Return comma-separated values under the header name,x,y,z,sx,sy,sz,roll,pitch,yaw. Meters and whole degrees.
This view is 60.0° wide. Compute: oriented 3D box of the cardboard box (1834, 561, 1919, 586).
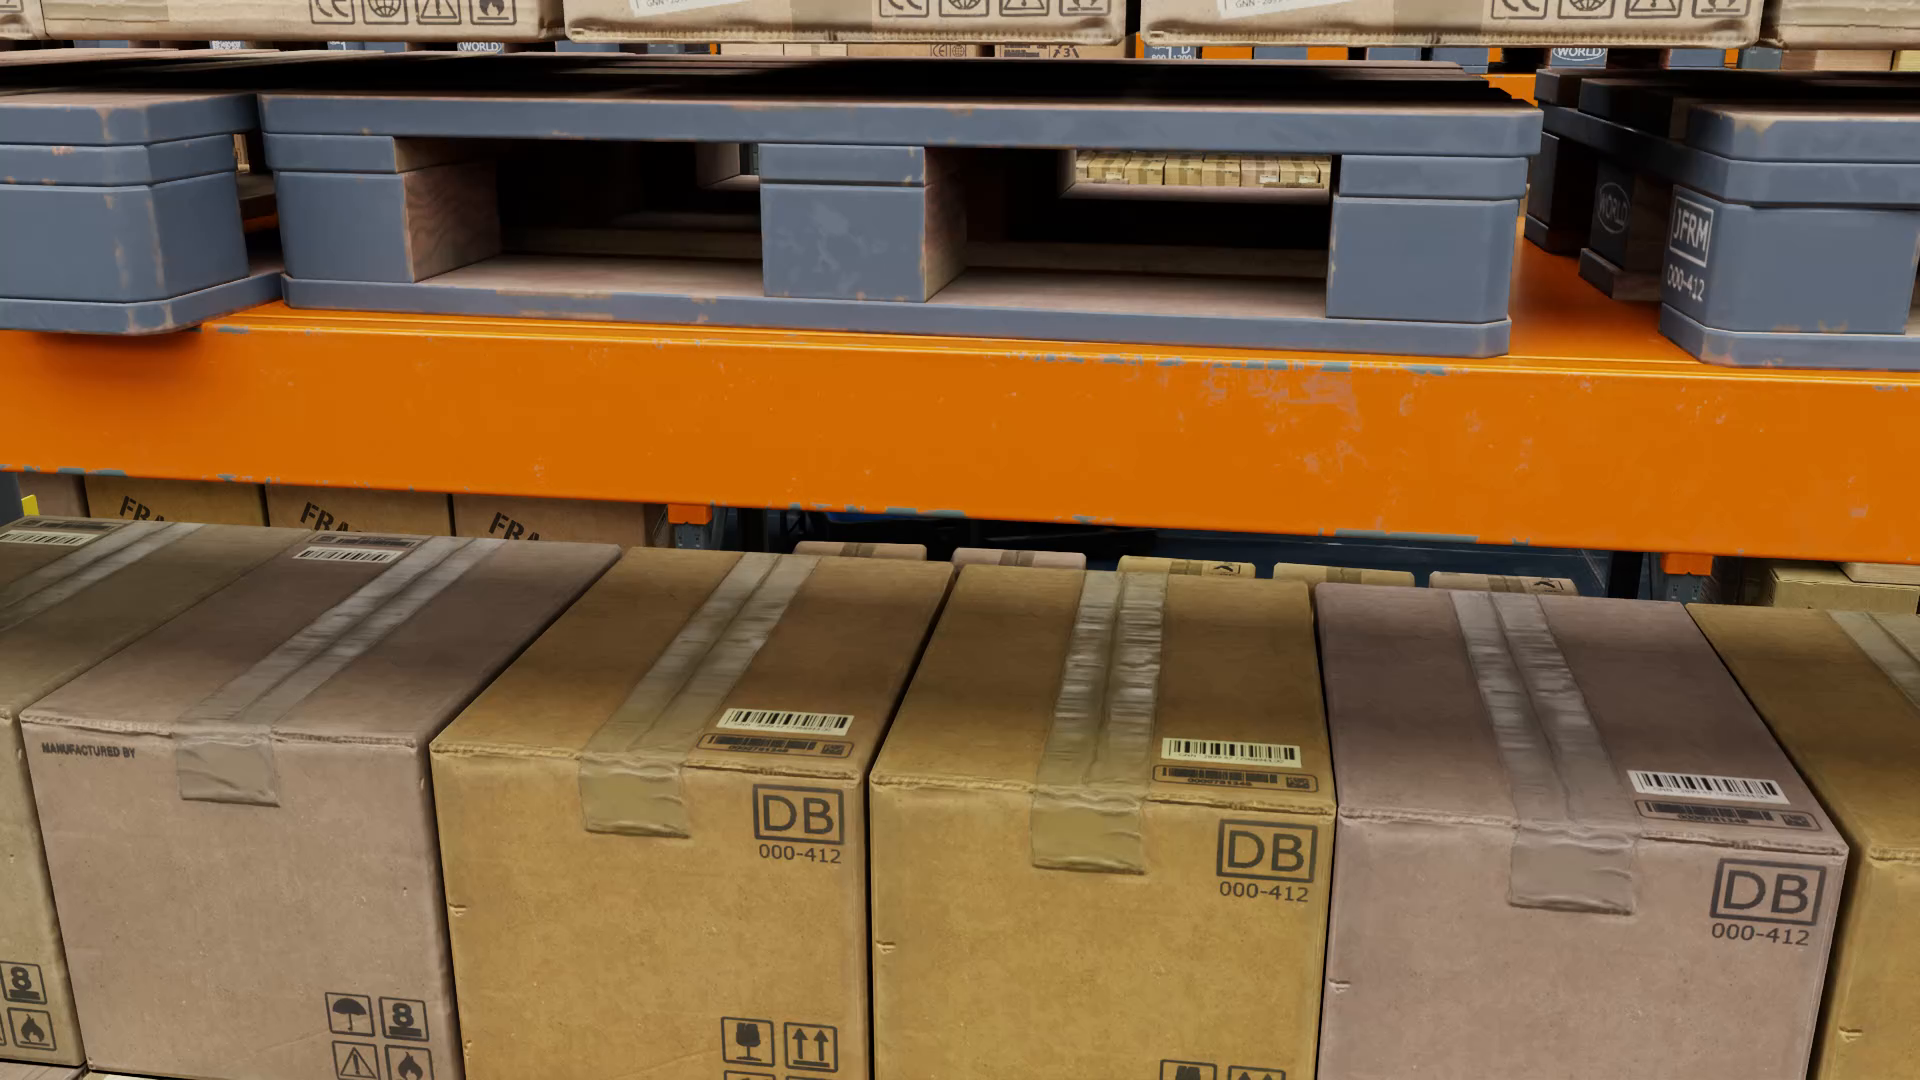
name,x,y,z,sx,sy,sz,roll,pitch,yaw
cardboard box,3.535,0.038,6.430,0.250,0.149,0.380,3,19,9

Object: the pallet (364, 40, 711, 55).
name,x,y,z,sx,sy,sz,roll,pitch,yaw
pallet,-1.712,-2.093,6.902,1.003,0.211,1.213,4,19,11

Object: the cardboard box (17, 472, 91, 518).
name,x,y,z,sx,sy,sz,roll,pitch,yaw
cardboard box,-4.393,-0.131,8.154,0.875,0.875,0.875,4,19,10

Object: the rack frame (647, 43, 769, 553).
name,x,y,z,sx,sy,sz,roll,pitch,yaw
rack frame,-1.068,-0.744,7.301,0.127,3.000,1.000,3,19,9

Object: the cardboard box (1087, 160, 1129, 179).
name,x,y,z,sx,sy,sz,roll,pitch,yaw
cardboard box,1.018,-2.516,11.415,0.250,0.149,0.380,3,19,9

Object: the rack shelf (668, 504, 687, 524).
name,x,y,z,sx,sy,sz,roll,pitch,yaw
rack shelf,-3.043,-0.504,7.716,4.000,0.370,1.077,3,19,9

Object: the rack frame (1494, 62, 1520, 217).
name,x,y,z,sx,sy,sz,roll,pitch,yaw
rack frame,3.665,-2.098,11.347,0.127,3.000,1.000,3,19,9

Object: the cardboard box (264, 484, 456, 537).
name,x,y,z,sx,sy,sz,roll,pitch,yaw
cardboard box,-2.617,-0.043,7.891,0.875,0.875,0.875,3,19,9

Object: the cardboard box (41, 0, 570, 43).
name,x,y,z,sx,sy,sz,roll,pitch,yaw
cardboard box,-0.579,-0.656,1.726,0.500,0.250,0.500,3,19,10

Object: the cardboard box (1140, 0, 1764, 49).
name,x,y,z,sx,sy,sz,roll,pitch,yaw
cardboard box,0.430,-0.633,1.562,0.500,0.311,0.500,2,19,7

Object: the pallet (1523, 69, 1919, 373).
name,x,y,z,sx,sy,sz,roll,pitch,yaw
pallet,1.283,-0.350,1.695,1.217,0.209,0.805,2,19,6

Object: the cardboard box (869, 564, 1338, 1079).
name,x,y,z,sx,sy,sz,roll,pitch,yaw
cardboard box,0.199,0.391,2.173,0.500,0.500,0.700,3,19,8

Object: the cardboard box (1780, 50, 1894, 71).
name,x,y,z,sx,sy,sz,roll,pitch,yaw
cardboard box,3.153,-1.753,5.984,0.250,0.149,0.380,3,19,8

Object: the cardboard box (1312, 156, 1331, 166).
name,x,y,z,sx,sy,sz,roll,pitch,yaw
cardboard box,2.593,-2.587,11.629,0.250,0.149,0.380,3,19,8

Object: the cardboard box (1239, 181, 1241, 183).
name,x,y,z,sx,sy,sz,roll,pitch,yaw
cardboard box,2.205,-2.428,11.781,0.500,0.250,0.500,2,19,7

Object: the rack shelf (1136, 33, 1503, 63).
name,x,y,z,sx,sy,sz,roll,pitch,yaw
rack shelf,1.690,-3.280,11.286,4.000,0.370,1.077,3,19,9

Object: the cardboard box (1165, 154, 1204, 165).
name,x,y,z,sx,sy,sz,roll,pitch,yaw
cardboard box,1.588,-2.631,11.758,0.250,0.149,0.380,3,19,10

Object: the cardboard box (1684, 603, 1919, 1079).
name,x,y,z,sx,sy,sz,roll,pitch,yaw
cardboard box,1.197,0.443,2.019,0.500,0.500,0.700,3,19,8

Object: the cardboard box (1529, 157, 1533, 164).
name,x,y,z,sx,sy,sz,roll,pitch,yaw
cardboard box,4.028,-2.673,11.416,0.250,0.149,0.380,3,19,9

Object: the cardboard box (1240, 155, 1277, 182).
name,x,y,z,sx,sy,sz,roll,pitch,yaw
cardboard box,2.102,-2.619,11.723,0.250,0.149,0.380,3,19,8

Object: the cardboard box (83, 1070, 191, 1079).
name,x,y,z,sx,sy,sz,roll,pitch,yaw
cardboard box,-0.850,0.896,2.241,0.500,0.500,0.500,3,19,8

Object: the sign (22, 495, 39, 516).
name,x,y,z,sx,sy,sz,roll,pitch,yaw
sign,-1.669,0.088,2.987,0.005,0.325,0.100,3,19,9

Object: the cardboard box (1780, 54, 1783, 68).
name,x,y,z,sx,sy,sz,roll,pitch,yaw
cardboard box,3.242,-1.926,6.501,0.250,0.149,0.380,3,19,9

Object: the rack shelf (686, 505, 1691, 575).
name,x,y,z,sx,sy,sz,roll,pitch,yaw
rack shelf,0.907,-0.303,7.114,4.000,0.370,1.077,3,19,9

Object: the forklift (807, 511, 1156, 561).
name,x,y,z,sx,sy,sz,roll,pitch,yaw
forklift,0.651,-1.449,9.513,3.031,2.935,1.130,-4,19,-12

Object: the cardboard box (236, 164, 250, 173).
name,x,y,z,sx,sy,sz,roll,pitch,yaw
cardboard box,-3.527,-1.468,7.730,0.500,0.500,0.500,3,19,10

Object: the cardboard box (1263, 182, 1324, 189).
name,x,y,z,sx,sy,sz,roll,pitch,yaw
cardboard box,1.384,-1.395,6.935,0.250,0.149,0.380,4,19,12

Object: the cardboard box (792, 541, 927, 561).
name,x,y,z,sx,sy,sz,roll,pitch,yaw
cardboard box,-0.512,0.334,7.557,0.625,0.372,0.950,2,19,5

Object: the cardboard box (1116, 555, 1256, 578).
name,x,y,z,sx,sy,sz,roll,pitch,yaw
cardboard box,0.966,0.409,7.334,0.625,0.372,0.950,4,19,10

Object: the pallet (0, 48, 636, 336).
name,x,y,z,sx,sy,sz,roll,pitch,yaw
pallet,-1.109,-0.506,2.158,1.003,0.211,1.213,4,19,11

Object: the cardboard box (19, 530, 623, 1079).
name,x,y,z,sx,sy,sz,roll,pitch,yaw
cardboard box,-0.812,0.341,2.324,0.500,0.500,0.700,3,19,8

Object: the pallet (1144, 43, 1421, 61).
name,x,y,z,sx,sy,sz,roll,pitch,yaw
pallet,1.264,-1.992,6.599,1.003,0.211,1.213,3,19,9

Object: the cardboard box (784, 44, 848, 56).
name,x,y,z,sx,sy,sz,roll,pitch,yaw
cardboard box,-0.532,-2.021,6.601,0.258,0.266,0.396,3,19,9

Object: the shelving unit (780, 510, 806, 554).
name,x,y,z,sx,sy,sz,roll,pitch,yaw
shelving unit,-1.476,-0.712,9.567,1.048,1.500,0.538,3,19,7

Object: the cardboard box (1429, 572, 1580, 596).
name,x,y,z,sx,sy,sz,roll,pitch,yaw
cardboard box,2.363,0.478,7.126,0.625,0.372,0.950,3,19,9

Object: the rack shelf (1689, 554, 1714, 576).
name,x,y,z,sx,sy,sz,roll,pitch,yaw
rack shelf,4.856,-0.101,6.512,4.000,0.370,1.077,3,19,9

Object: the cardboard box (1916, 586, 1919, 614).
name,x,y,z,sx,sy,sz,roll,pitch,yaw
cardboard box,3.952,0.344,6.539,0.500,0.500,0.500,4,19,11

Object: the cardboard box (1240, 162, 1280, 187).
name,x,y,z,sx,sy,sz,roll,pitch,yaw
cardboard box,2.026,-2.456,11.236,0.250,0.149,0.380,3,19,9

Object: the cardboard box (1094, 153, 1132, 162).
name,x,y,z,sx,sy,sz,roll,pitch,yaw
cardboard box,1.090,-2.663,11.856,0.250,0.149,0.380,3,19,8

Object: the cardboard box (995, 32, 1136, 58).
name,x,y,z,sx,sy,sz,roll,pitch,yaw
cardboard box,0.443,-2.148,6.606,0.637,0.503,0.797,3,19,9

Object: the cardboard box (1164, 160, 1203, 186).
name,x,y,z,sx,sy,sz,roll,pitch,yaw
cardboard box,1.532,-2.502,11.373,0.250,0.149,0.380,3,19,9

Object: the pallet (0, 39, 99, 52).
name,x,y,z,sx,sy,sz,roll,pitch,yaw
pallet,-4.104,-2.247,7.365,1.217,0.209,0.805,2,19,6

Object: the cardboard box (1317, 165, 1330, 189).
name,x,y,z,sx,sy,sz,roll,pitch,yaw
cardboard box,2.521,-2.409,11.095,0.250,0.149,0.380,2,19,7
